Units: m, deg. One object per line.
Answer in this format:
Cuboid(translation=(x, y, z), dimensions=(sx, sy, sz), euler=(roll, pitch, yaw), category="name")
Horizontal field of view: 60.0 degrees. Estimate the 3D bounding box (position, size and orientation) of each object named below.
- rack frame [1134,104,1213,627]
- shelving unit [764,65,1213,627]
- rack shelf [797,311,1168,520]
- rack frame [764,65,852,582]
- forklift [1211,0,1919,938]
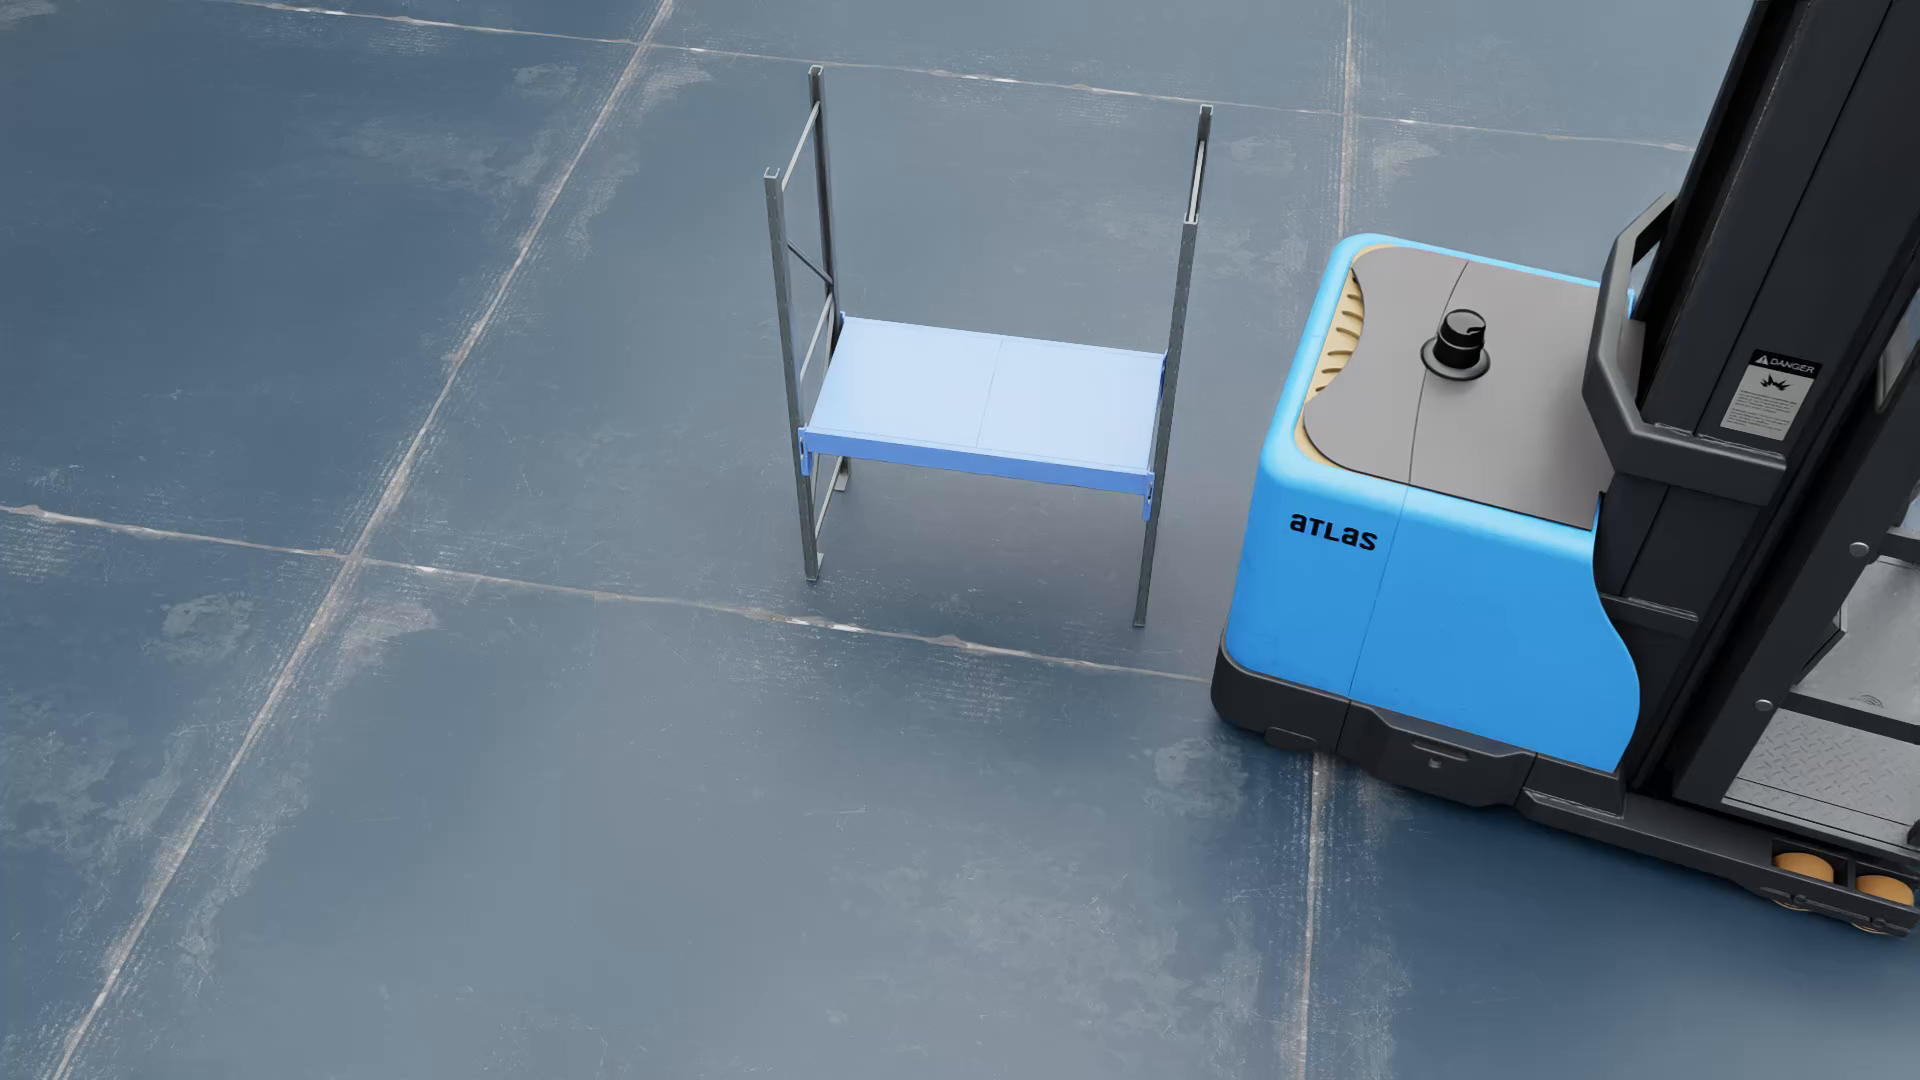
Cuboid(translation=(0.584, -0.423, 4.622), dimensions=(0.032, 1.500, 0.500), euler=(8, 49, 7), category="rack frame")
Cuboid(translation=(0.084, -0.490, 4.682), dimensions=(1.048, 1.500, 0.538), euler=(8, 49, 7), category="shelving unit")
Cuboid(translation=(0.084, -0.370, 4.816), dimensions=(1.000, 0.185, 0.538), euler=(8, 49, 7), category="rack shelf")
Cuboid(translation=(-0.416, -0.557, 4.742), dimensions=(0.032, 1.500, 0.500), euler=(8, 49, 7), category="rack frame")
Cuboid(translation=(2.288, -0.406, 3.645), dimensions=(3.031, 2.935, 1.130), euler=(16, 50, 14), category="forklift")
